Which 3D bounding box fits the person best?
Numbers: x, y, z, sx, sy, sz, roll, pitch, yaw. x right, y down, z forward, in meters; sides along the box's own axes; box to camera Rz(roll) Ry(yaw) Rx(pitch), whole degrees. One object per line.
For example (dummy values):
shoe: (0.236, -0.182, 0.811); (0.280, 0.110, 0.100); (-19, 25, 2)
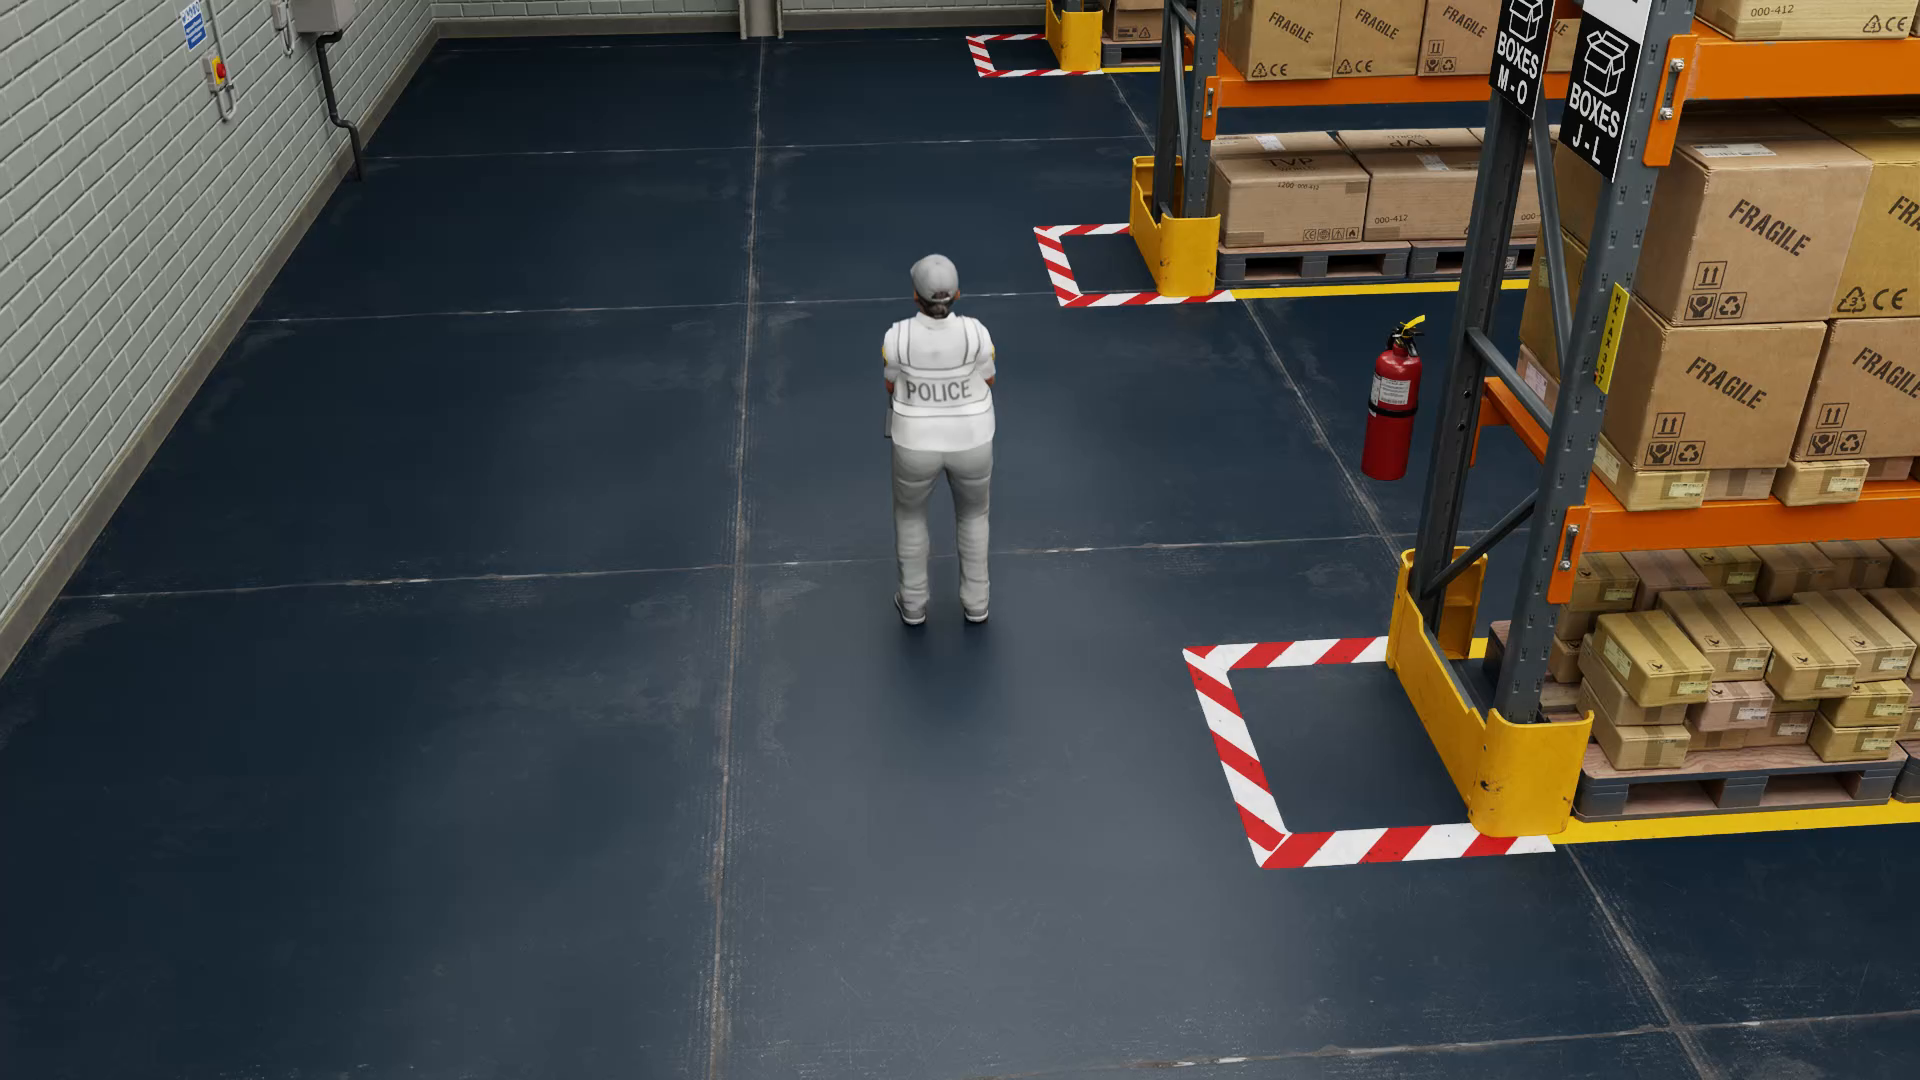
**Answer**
person: (-0.088, -0.433, 6.855); (0.454, 1.655, 0.535); (-2, 31, -3)
